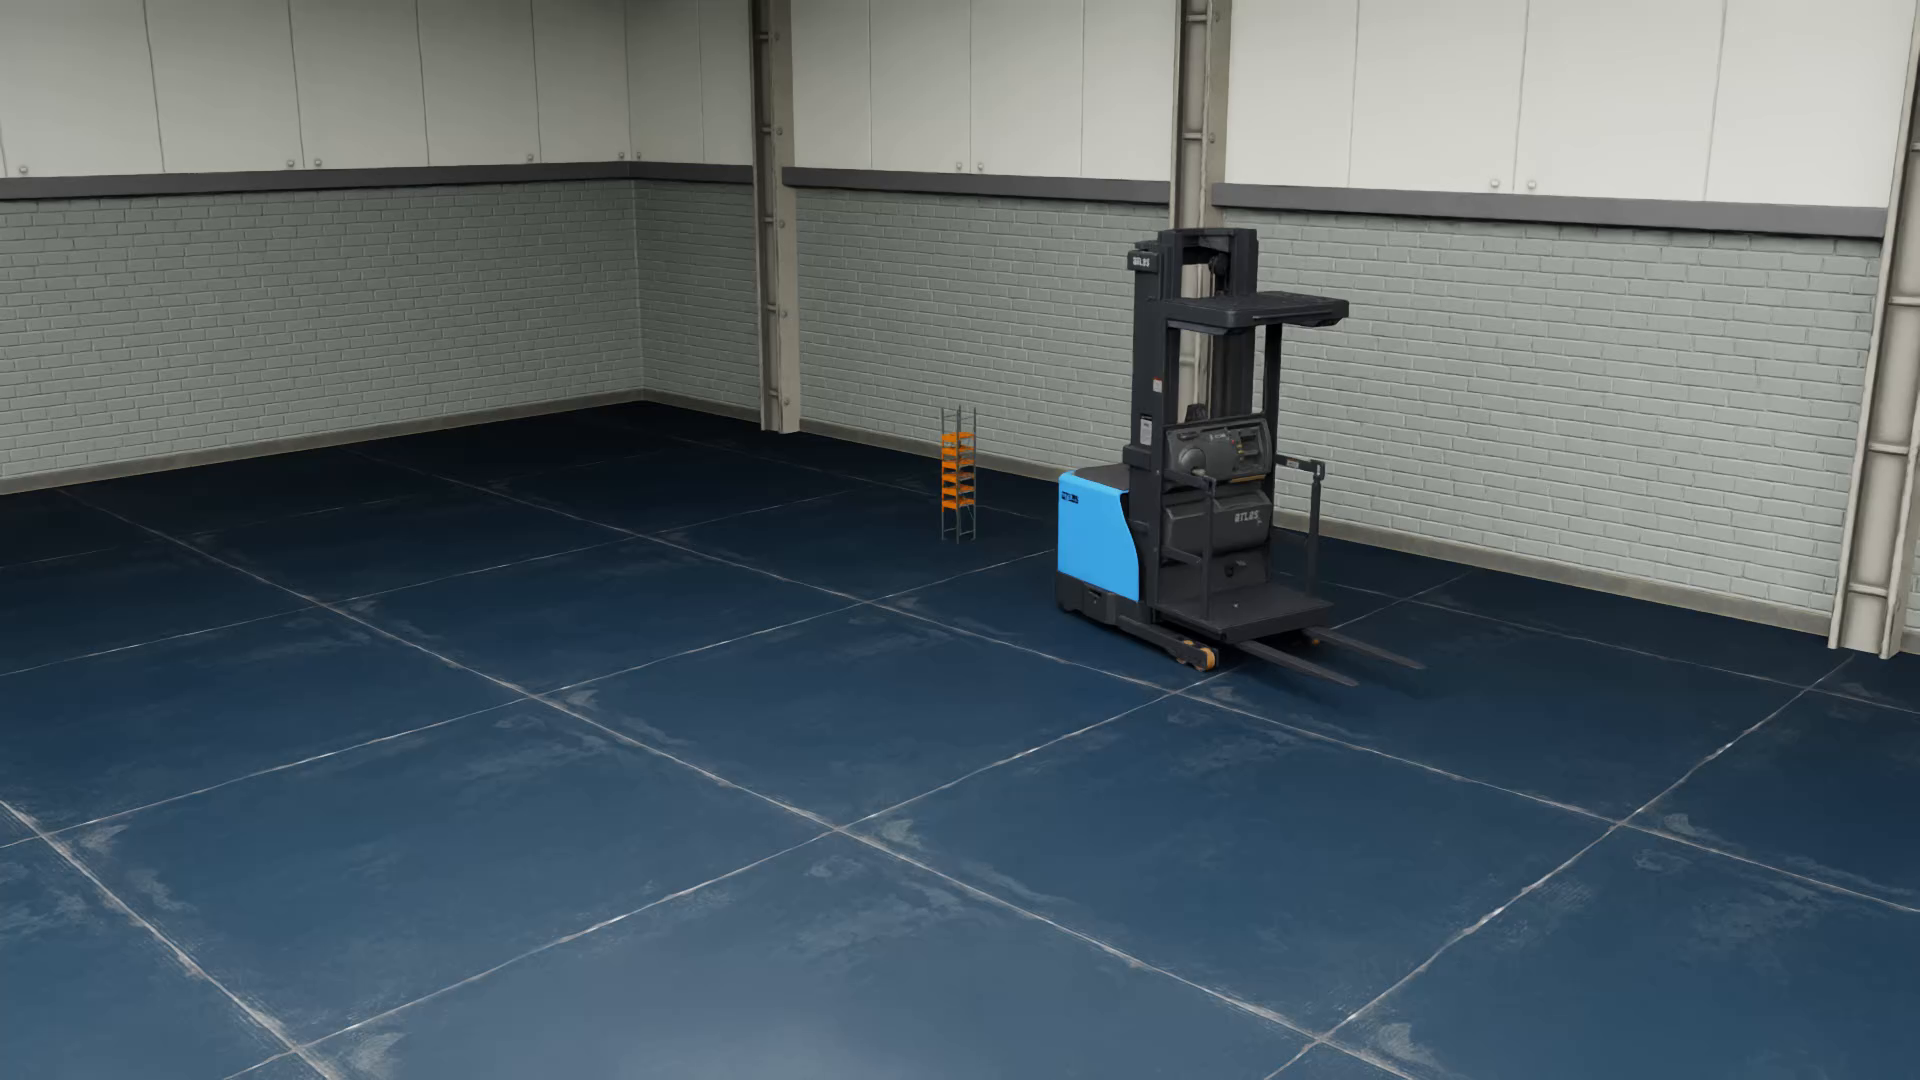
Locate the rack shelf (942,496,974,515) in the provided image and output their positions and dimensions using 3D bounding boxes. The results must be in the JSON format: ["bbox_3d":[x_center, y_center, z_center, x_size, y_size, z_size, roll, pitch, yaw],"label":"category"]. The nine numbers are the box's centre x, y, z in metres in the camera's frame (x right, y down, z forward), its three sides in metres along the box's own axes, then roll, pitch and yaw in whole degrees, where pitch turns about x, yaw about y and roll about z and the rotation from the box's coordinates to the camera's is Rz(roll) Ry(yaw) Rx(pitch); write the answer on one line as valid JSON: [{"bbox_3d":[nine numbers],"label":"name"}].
[{"bbox_3d":[-0.010,-0.308,14.862,0.180,0.103,0.258,14,20,42],"label":"rack shelf"}]

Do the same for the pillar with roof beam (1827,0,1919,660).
[{"bbox_3d":[3.500,-2.793,7.804,0.400,9.000,9.100,14,20,42],"label":"pillar with roof beam"}]

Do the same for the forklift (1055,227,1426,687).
[{"bbox_3d":[1.951,-0.646,11.600,1.130,2.935,3.031,-9,17,-31],"label":"forklift"}]

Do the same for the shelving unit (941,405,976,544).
[{"bbox_3d":[-0.010,-0.583,14.791,0.189,1.200,0.258,14,20,42],"label":"shelving unit"}]

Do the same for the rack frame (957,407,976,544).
[{"bbox_3d":[0.055,-0.567,14.729,0.006,1.200,0.240,14,20,42],"label":"rack frame"}]

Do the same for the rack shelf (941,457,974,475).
[{"bbox_3d":[-0.010,-0.656,14.771,0.180,0.103,0.258,14,20,42],"label":"rack shelf"}]

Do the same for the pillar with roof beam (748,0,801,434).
[{"bbox_3d":[-5.139,-4.893,15.864,0.400,9.000,9.100,14,20,42],"label":"pillar with roof beam"}]

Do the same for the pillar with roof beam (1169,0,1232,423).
[{"bbox_3d":[-0.819,-3.843,11.834,0.400,9.000,9.100,14,20,42],"label":"pillar with roof beam"}]

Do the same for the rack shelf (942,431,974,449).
[{"bbox_3d":[-0.010,-0.889,14.711,0.180,0.103,0.258,14,20,42],"label":"rack shelf"}]

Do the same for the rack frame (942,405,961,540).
[{"bbox_3d":[-0.076,-0.599,14.852,0.006,1.200,0.240,14,20,42],"label":"rack frame"}]

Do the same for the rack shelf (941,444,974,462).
[{"bbox_3d":[-0.010,-0.772,14.741,0.180,0.103,0.258,14,20,42],"label":"rack shelf"}]

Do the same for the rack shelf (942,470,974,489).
[{"bbox_3d":[-0.010,-0.540,14.802,0.180,0.103,0.258,14,20,42],"label":"rack shelf"}]

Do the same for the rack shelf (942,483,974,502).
[{"bbox_3d":[-0.010,-0.424,14.832,0.180,0.103,0.258,14,20,42],"label":"rack shelf"}]
